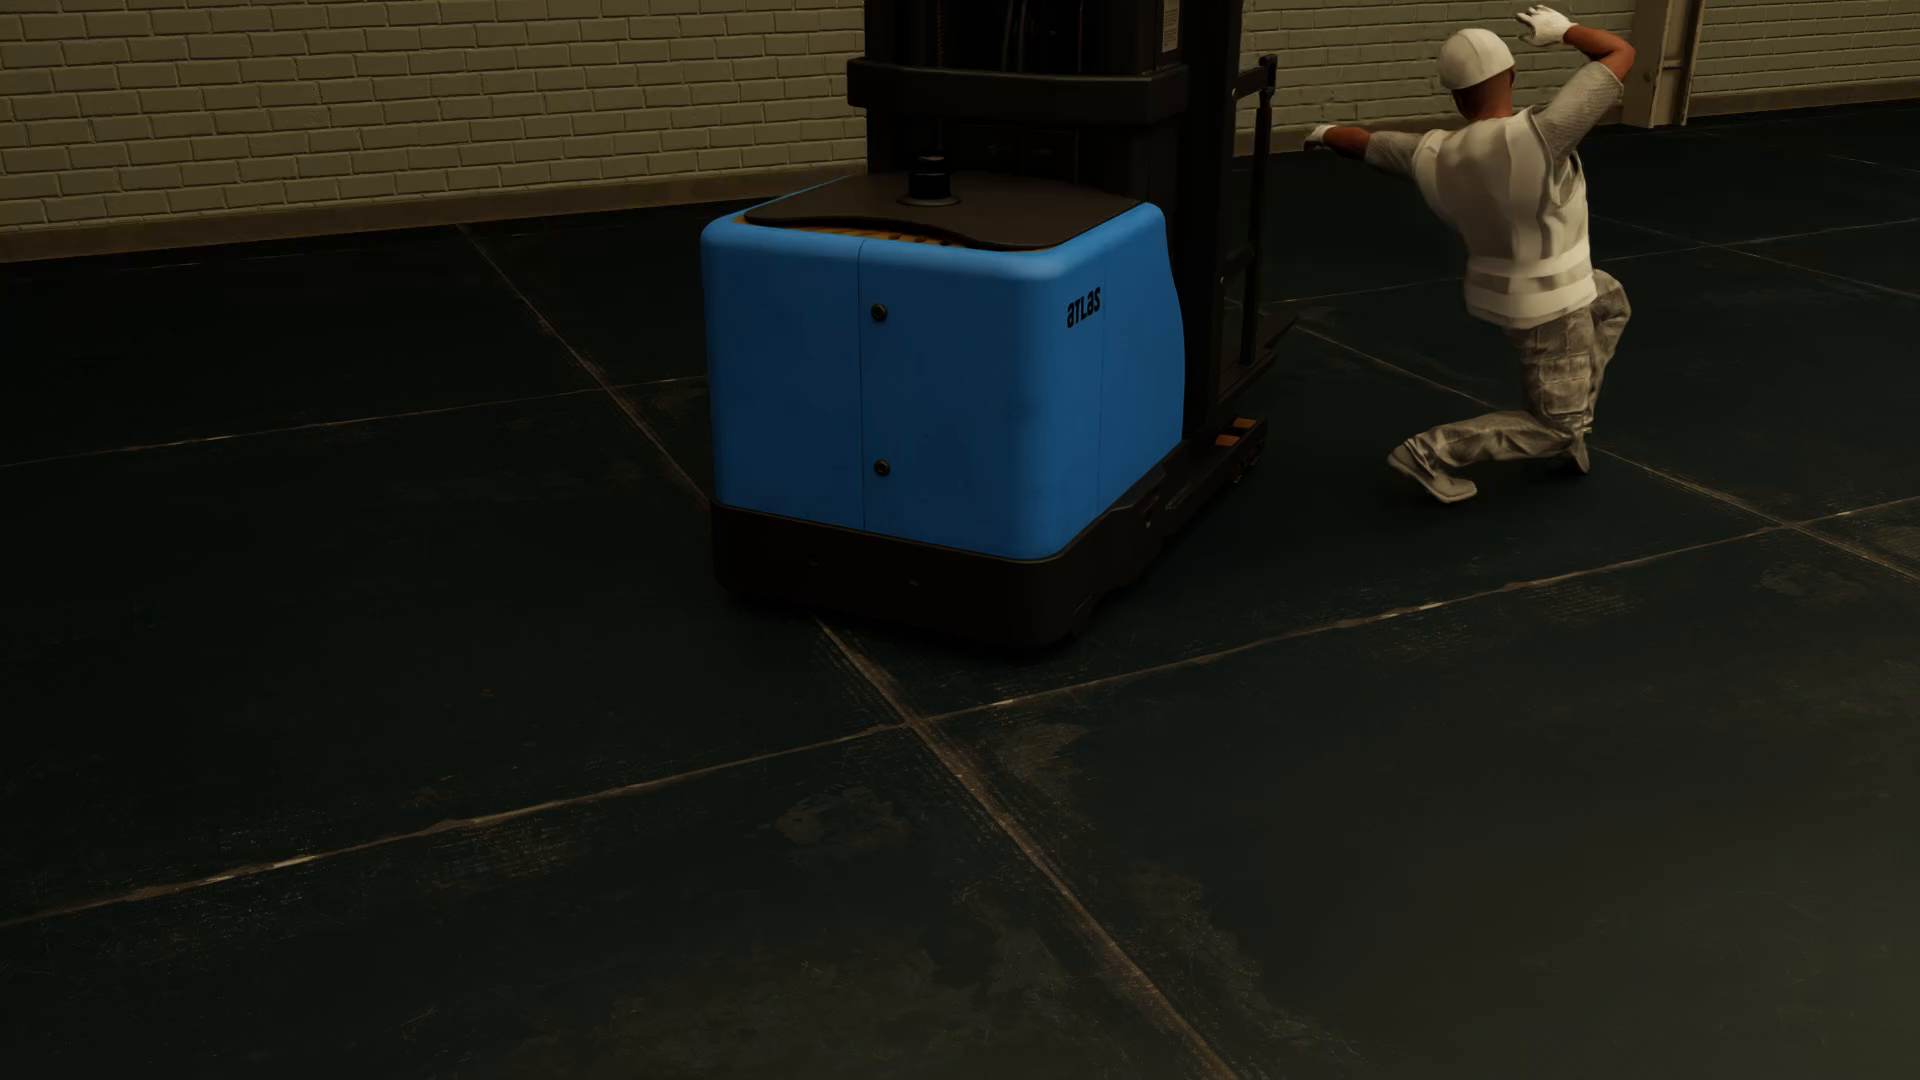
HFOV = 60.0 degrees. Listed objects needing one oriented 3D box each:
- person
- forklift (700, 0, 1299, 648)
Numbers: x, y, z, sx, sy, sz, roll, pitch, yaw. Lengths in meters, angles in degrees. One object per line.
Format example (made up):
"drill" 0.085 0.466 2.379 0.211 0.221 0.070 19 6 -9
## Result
"person" 1.714 -0.961 5.453 0.889 1.541 1.108 -7 24 -16
"forklift" 0.407 -1.606 5.152 1.130 2.935 3.031 11 25 24
